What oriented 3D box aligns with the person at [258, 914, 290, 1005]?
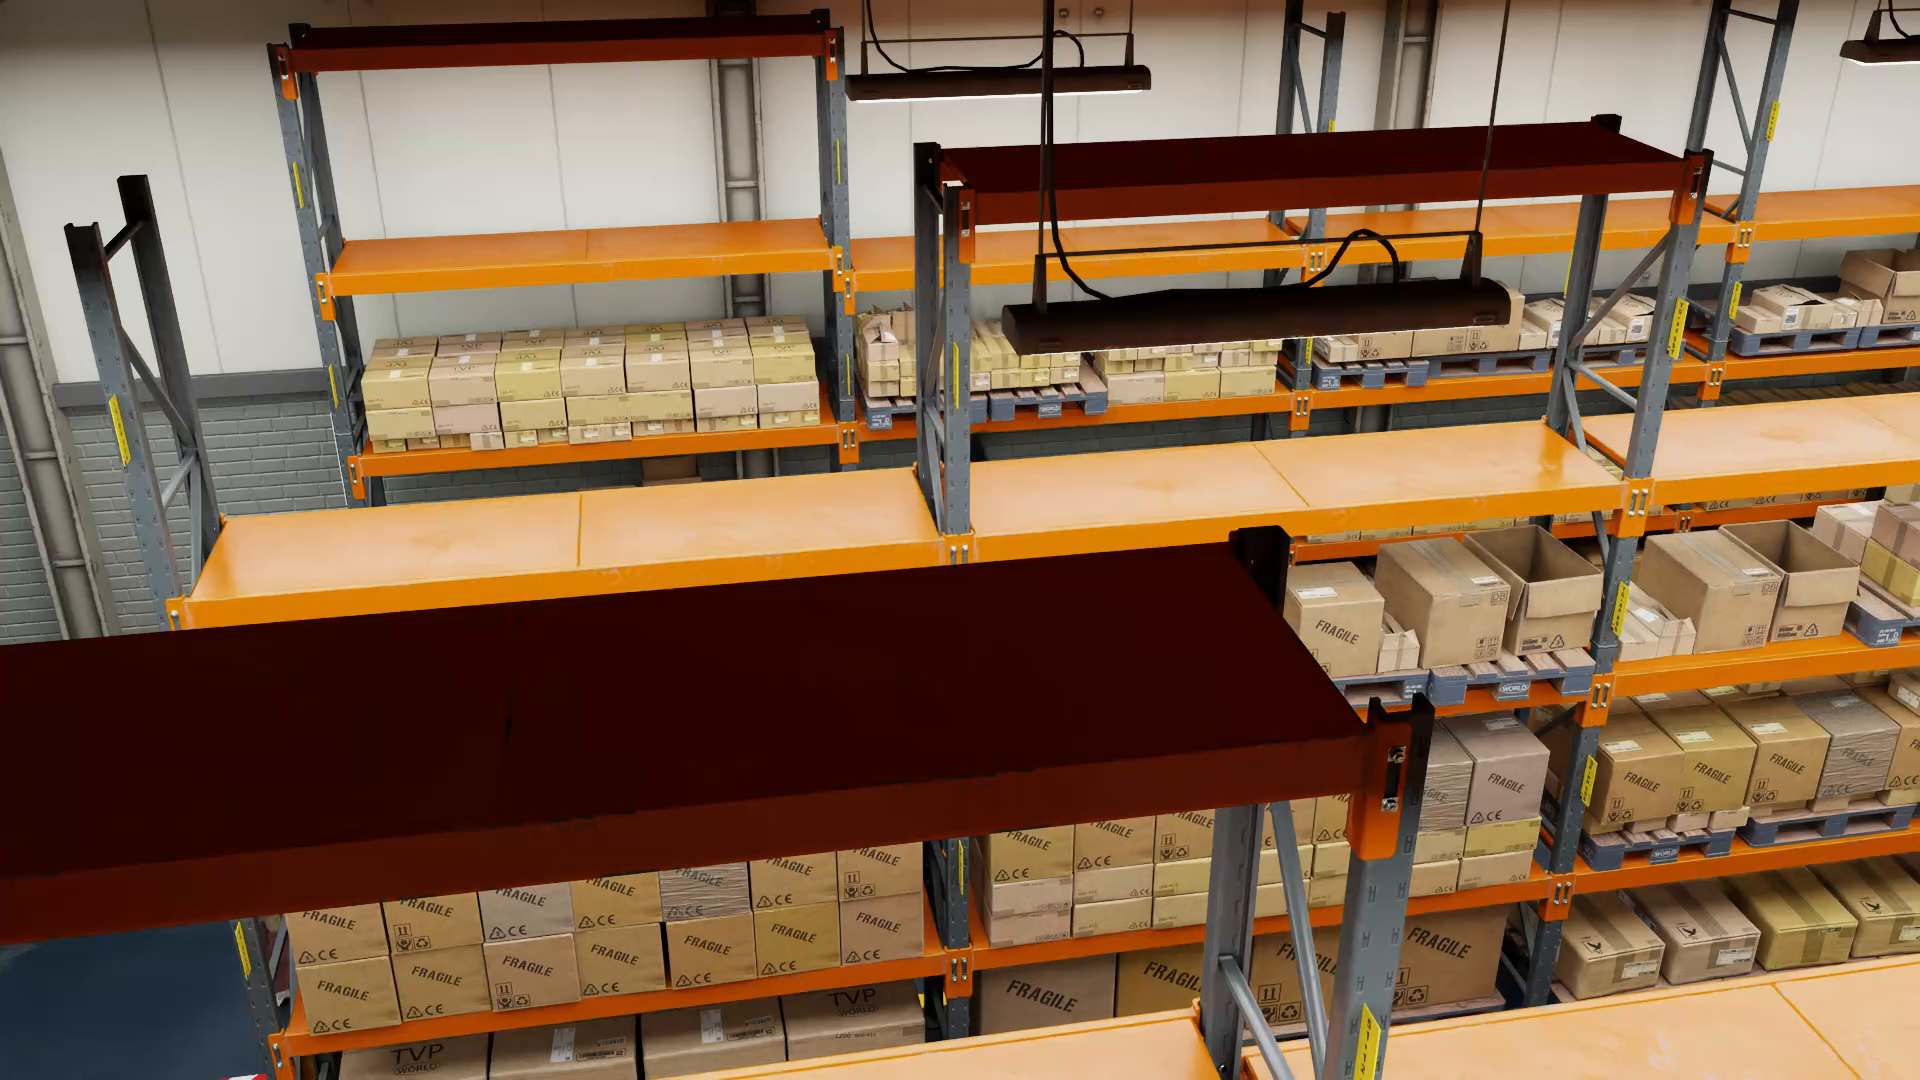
[{"bbox_3d":[-4.527,2.561,11.212,0.659,1.649,0.640,-6,26,-12],"label":"person"}]
